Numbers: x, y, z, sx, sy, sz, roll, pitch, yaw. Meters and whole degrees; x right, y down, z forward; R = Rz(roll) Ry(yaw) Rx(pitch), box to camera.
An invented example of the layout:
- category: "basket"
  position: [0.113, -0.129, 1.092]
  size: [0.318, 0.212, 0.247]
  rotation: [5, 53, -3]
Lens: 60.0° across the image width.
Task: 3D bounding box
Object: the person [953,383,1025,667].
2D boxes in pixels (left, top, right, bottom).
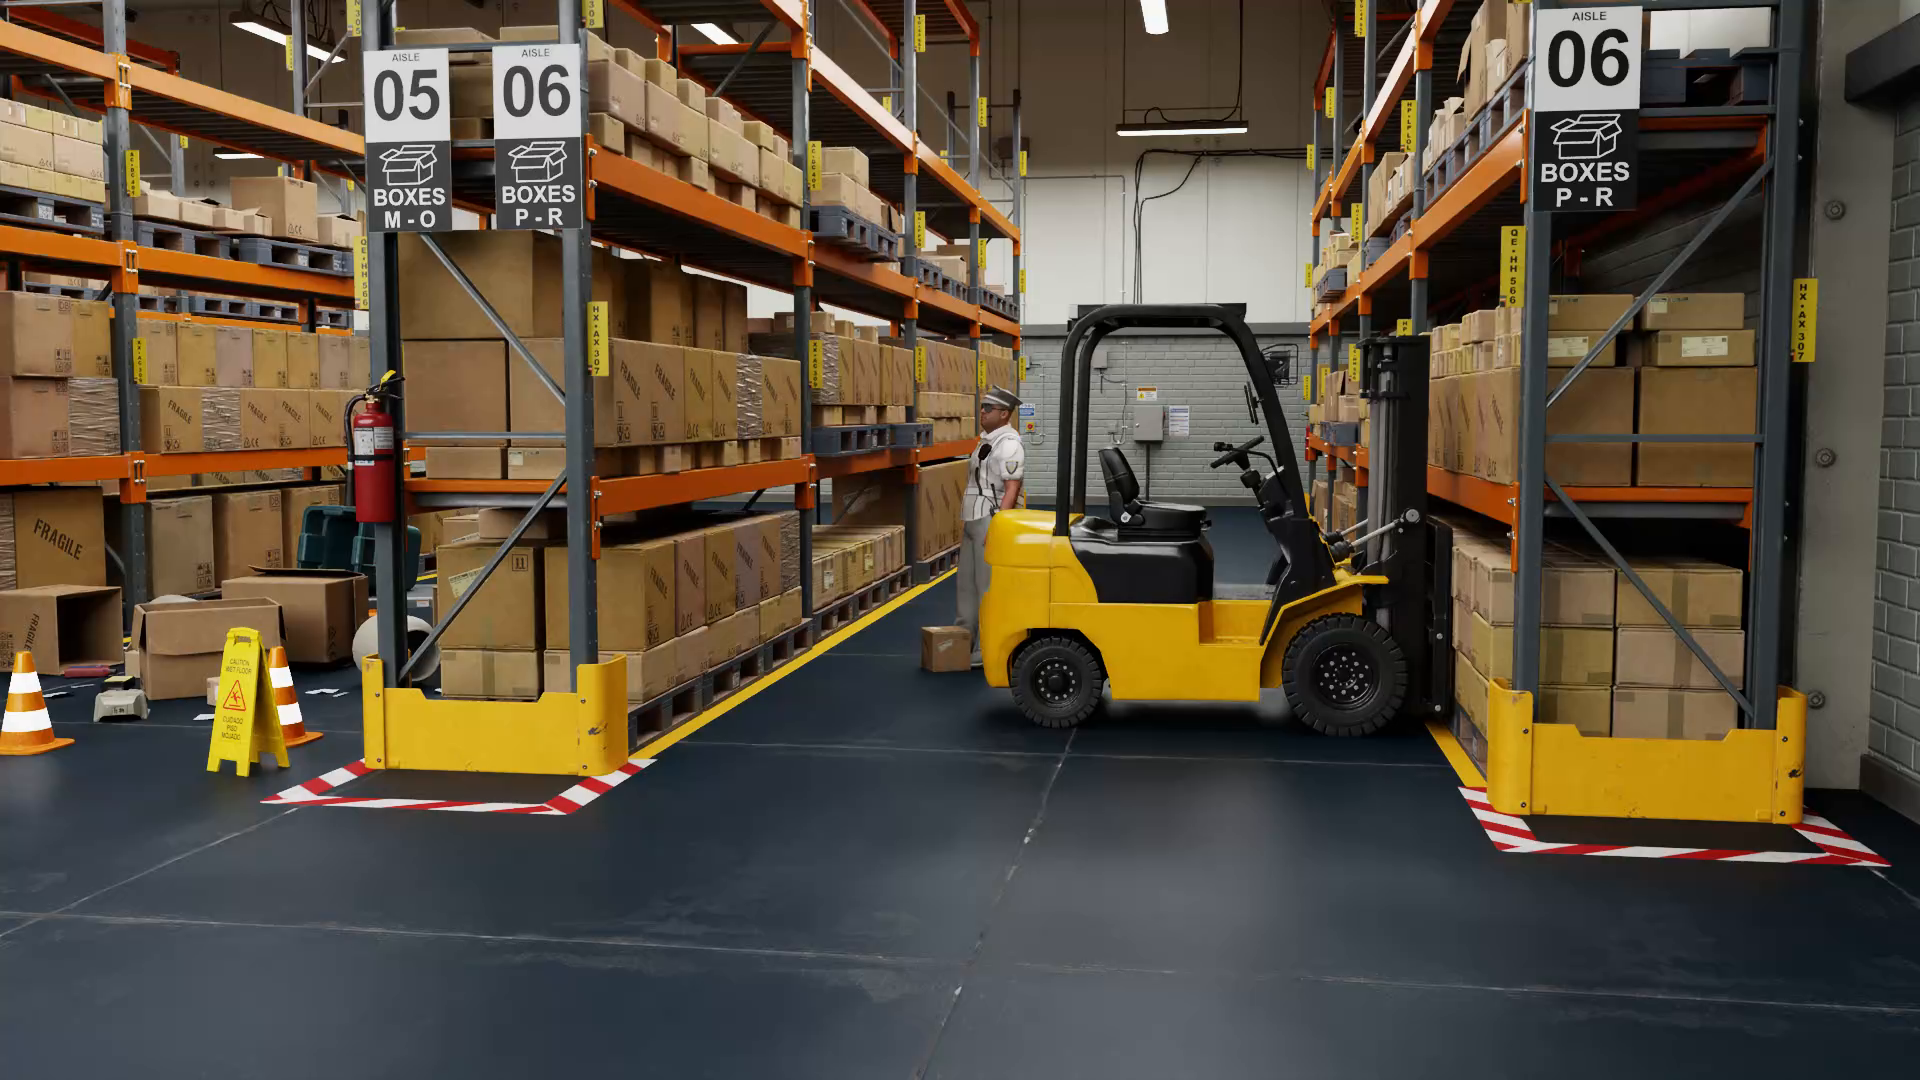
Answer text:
- category: "person"
  position: [0.107, -0.094, 10.499]
  size: [0.574, 1.780, 0.640]
  rotation: [-1, 5, -16]
